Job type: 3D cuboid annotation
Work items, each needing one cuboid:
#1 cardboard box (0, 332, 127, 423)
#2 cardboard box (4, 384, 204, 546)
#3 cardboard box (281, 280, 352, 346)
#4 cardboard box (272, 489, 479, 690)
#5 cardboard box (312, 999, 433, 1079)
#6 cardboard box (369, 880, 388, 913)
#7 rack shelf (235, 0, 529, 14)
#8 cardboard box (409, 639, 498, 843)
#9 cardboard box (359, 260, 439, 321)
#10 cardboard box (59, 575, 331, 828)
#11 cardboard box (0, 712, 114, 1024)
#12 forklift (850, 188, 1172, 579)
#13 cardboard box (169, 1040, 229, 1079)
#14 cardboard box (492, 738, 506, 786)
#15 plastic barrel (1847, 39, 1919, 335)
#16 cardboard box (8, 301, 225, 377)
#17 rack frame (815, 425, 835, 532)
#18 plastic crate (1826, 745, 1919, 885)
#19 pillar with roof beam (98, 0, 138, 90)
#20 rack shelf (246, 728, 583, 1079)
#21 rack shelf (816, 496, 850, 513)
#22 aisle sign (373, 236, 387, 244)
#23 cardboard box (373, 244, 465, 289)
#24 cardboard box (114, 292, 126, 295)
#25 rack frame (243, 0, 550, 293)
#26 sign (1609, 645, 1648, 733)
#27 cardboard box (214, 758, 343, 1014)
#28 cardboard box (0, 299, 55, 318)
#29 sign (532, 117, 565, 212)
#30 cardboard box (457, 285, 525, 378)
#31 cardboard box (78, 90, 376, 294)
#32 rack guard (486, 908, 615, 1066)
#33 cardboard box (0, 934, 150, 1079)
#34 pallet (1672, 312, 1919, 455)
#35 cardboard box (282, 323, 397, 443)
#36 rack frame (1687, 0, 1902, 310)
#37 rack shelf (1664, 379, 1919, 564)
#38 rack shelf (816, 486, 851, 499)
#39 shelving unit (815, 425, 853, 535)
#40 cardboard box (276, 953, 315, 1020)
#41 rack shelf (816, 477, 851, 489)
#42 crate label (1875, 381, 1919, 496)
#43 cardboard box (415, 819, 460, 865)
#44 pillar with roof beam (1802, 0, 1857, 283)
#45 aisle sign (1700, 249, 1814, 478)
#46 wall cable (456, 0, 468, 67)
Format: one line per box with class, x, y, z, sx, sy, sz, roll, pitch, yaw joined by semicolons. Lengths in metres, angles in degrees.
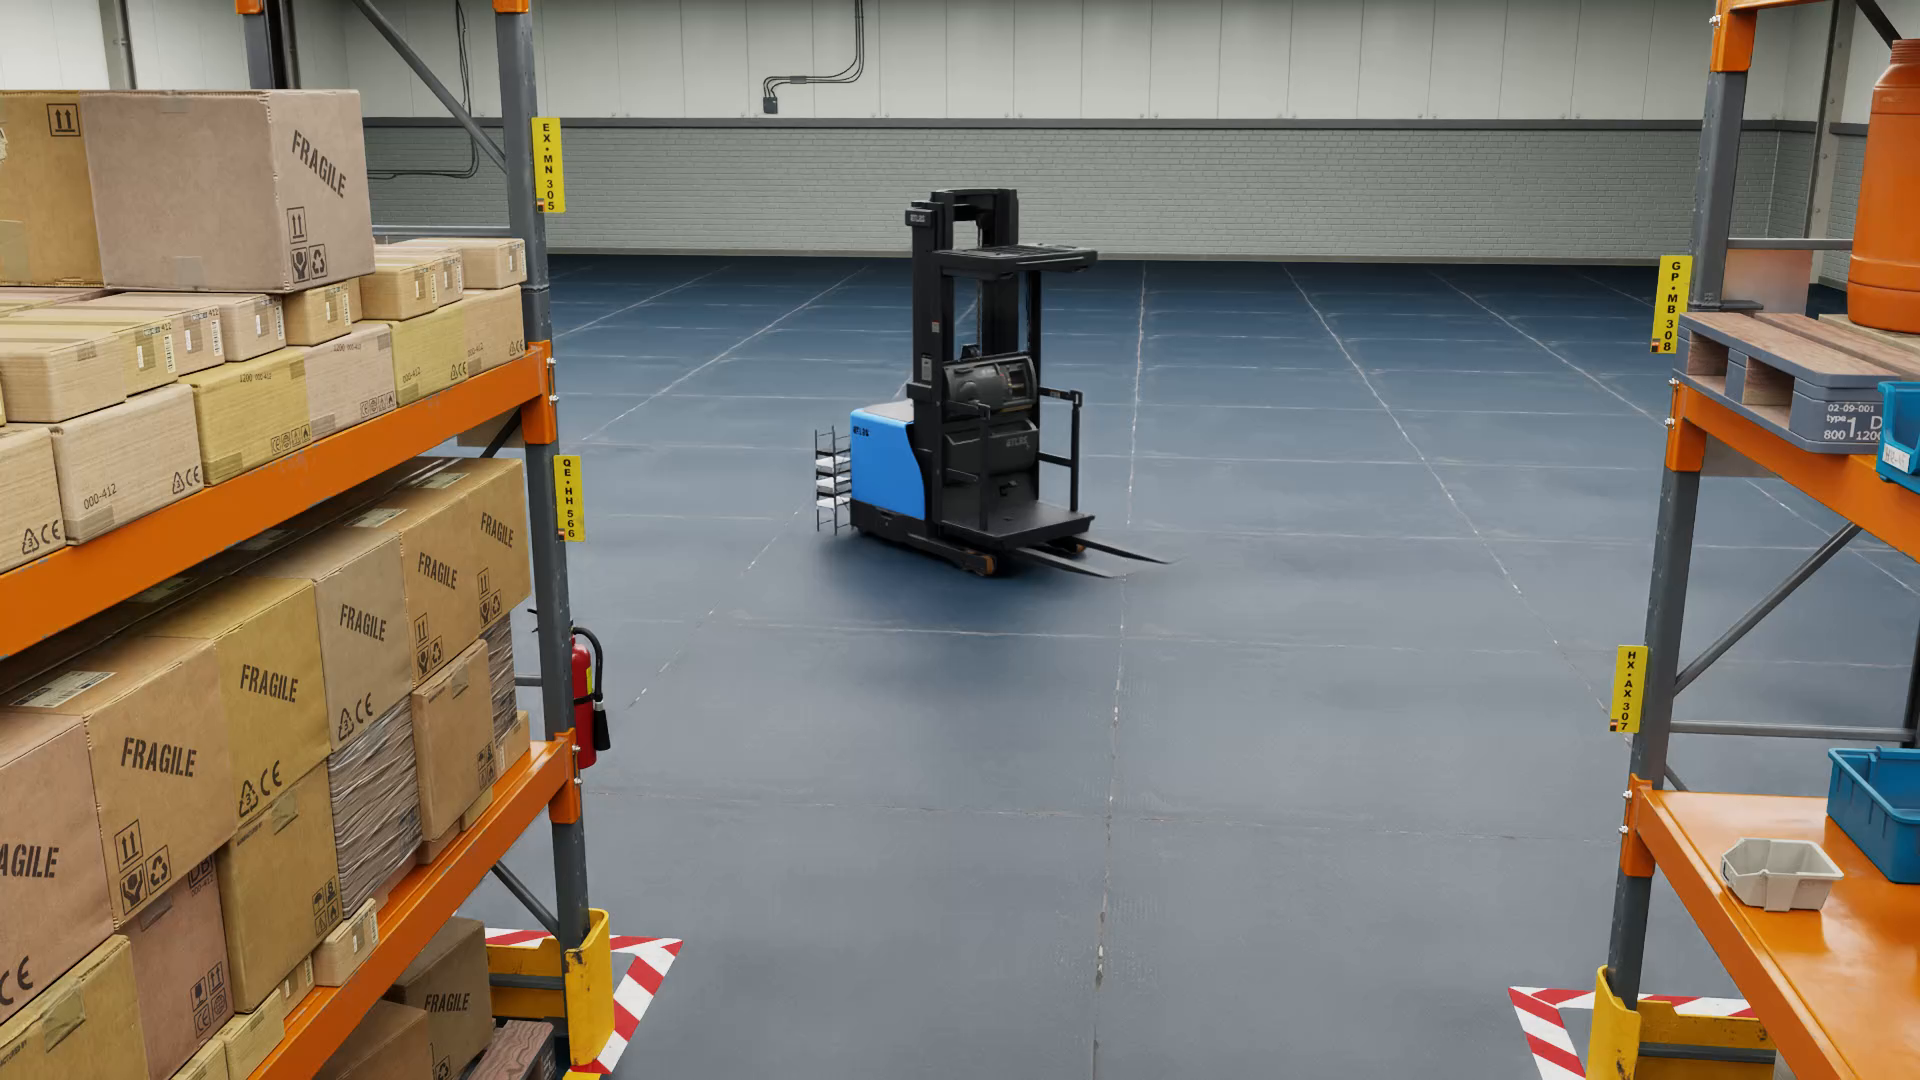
cardboard box;-1.988;-0.341;3.455;0.380;0.149;0.250;1;15;5
cardboard box;-2.020;-0.177;3.609;0.500;0.250;0.500;1;15;4
cardboard box;-1.871;-0.613;4.459;0.380;0.149;0.250;1;15;3
cardboard box;-1.863;0.142;5.214;0.500;0.500;0.500;2;15;6
cardboard box;-2.116;1.858;5.528;0.500;0.500;0.500;6;16;21
cardboard box;-1.947;1.063;4.967;0.380;0.149;0.250;2;15;6
rack shelf;-2.221;-1.492;3.824;1.077;0.370;4.000;2;15;6
cardboard box;-2.022;0.620;5.362;0.875;0.500;0.500;2;15;6
cardboard box;-1.789;-0.746;4.952;0.380;0.149;0.250;2;15;7
cardboard box;-1.986;0.401;4.256;0.500;0.500;0.500;2;15;6
cardboard box;-2.088;0.661;3.295;0.500;0.500;0.500;2;15;6
forklift;0.388;-1.276;13.266;1.130;2.935;3.031;-13;20;-39
cardboard box;-2.007;1.324;4.002;0.380;0.149;0.250;2;15;6
cardboard box;-1.851;0.803;5.928;0.380;0.149;0.250;2;15;6
plastic barrel;2.997;-1.046;4.909;0.600;0.830;0.708;2;15;6
cardboard box;-1.999;-0.476;3.954;0.380;0.149;0.250;2;15;8
rack frame;-1.167;-0.533;14.410;0.006;0.900;0.240;11;19;35
plastic crate;3.167;0.893;5.398;0.499;0.251;0.616;2;15;6
pillar with roof beam;-10.763;-8.740;29.246;9.100;9.000;0.400;2;15;6
rack shelf;-2.221;1.403;4.606;1.077;0.370;4.000;2;15;6
rack shelf;-1.085;-0.312;14.407;0.200;0.077;0.258;11;19;35
aisle sign;-2.286;-0.743;6.183;0.394;0.787;0.004;2;15;6
cardboard box;-1.863;-0.886;5.469;0.380;0.149;0.250;1;15;4
cardboard box;-2.437;-0.630;4.524;0.380;0.149;0.250;1;15;4
rack frame;-1.995;-2.359;5.648;1.000;3.000;0.127;2;15;6
sign;2.380;0.532;5.919;0.100;0.325;0.005;2;15;6
cardboard box;-2.189;0.878;4.408;0.875;0.500;0.500;2;15;6
cardboard box;-2.435;-0.496;4.027;0.380;0.149;0.250;1;15;4
sign;-1.446;-1.317;5.844;0.100;0.325;0.005;2;15;6
cardboard box;-1.797;-0.706;5.569;0.500;0.250;0.500;2;15;8
cardboard box;-1.919;-0.935;4.408;0.500;0.500;0.500;2;15;6
rack guard;-2.004;1.763;6.684;1.175;0.500;0.348;2;15;6
cardboard box;-2.243;1.139;3.443;0.875;0.500;0.500;2;15;6
pallet;2.735;-0.463;4.741;1.003;0.211;1.213;2;15;6
cardboard box;-1.917;-0.444;4.599;0.500;0.250;0.500;2;15;7
rack frame;2.926;-2.213;5.108;1.000;3.000;0.127;2;15;6
rack shelf;2.700;0.101;3.675;1.077;0.370;4.000;2;15;6
rack shelf;-1.085;-0.398;14.384;0.200;0.077;0.258;11;19;35
shelving unit;-1.085;-0.517;14.352;0.210;0.900;0.258;11;19;35
cardboard box;-1.984;1.193;4.485;0.380;0.149;0.250;2;15;6
rack shelf;-1.085;-0.485;14.360;0.200;0.077;0.258;11;19;35
crate label;2.386;-0.218;3.760;0.502;0.251;0.408;2;15;6
cardboard box;-1.872;0.934;5.444;0.380;0.149;0.250;2;15;6
pillar with roof beam;12.658;-9.622;32.507;9.100;9.000;0.400;2;15;6
aisle sign;2.643;-0.600;5.653;0.394;0.787;0.004;2;15;6
wall cable;-10.029;-12.008;37.603;3.097;2.526;0.112;2;15;6
